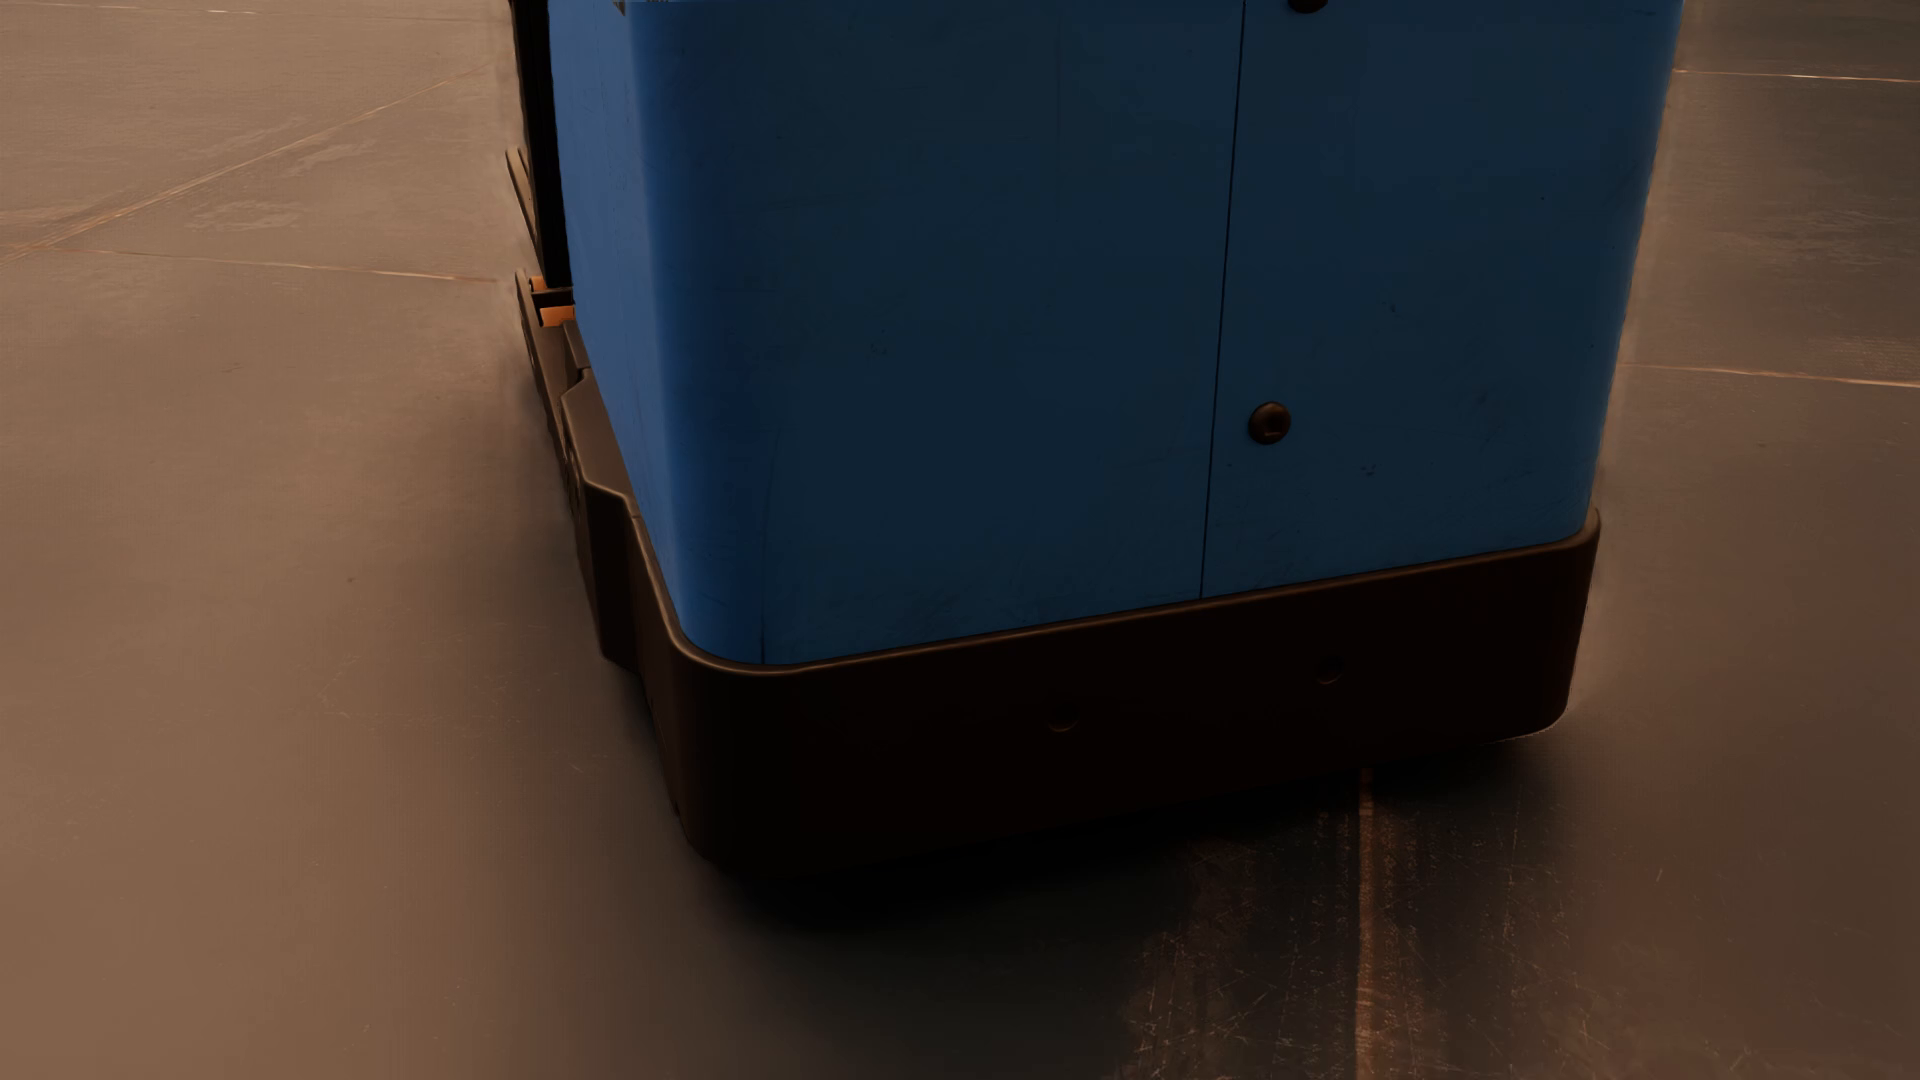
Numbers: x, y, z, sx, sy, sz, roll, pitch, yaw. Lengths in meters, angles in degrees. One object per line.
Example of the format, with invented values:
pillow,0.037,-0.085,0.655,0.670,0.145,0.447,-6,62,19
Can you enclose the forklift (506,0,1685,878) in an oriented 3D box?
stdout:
forklift,-0.213,-1.614,2.445,1.130,2.935,3.031,-8,28,-16
